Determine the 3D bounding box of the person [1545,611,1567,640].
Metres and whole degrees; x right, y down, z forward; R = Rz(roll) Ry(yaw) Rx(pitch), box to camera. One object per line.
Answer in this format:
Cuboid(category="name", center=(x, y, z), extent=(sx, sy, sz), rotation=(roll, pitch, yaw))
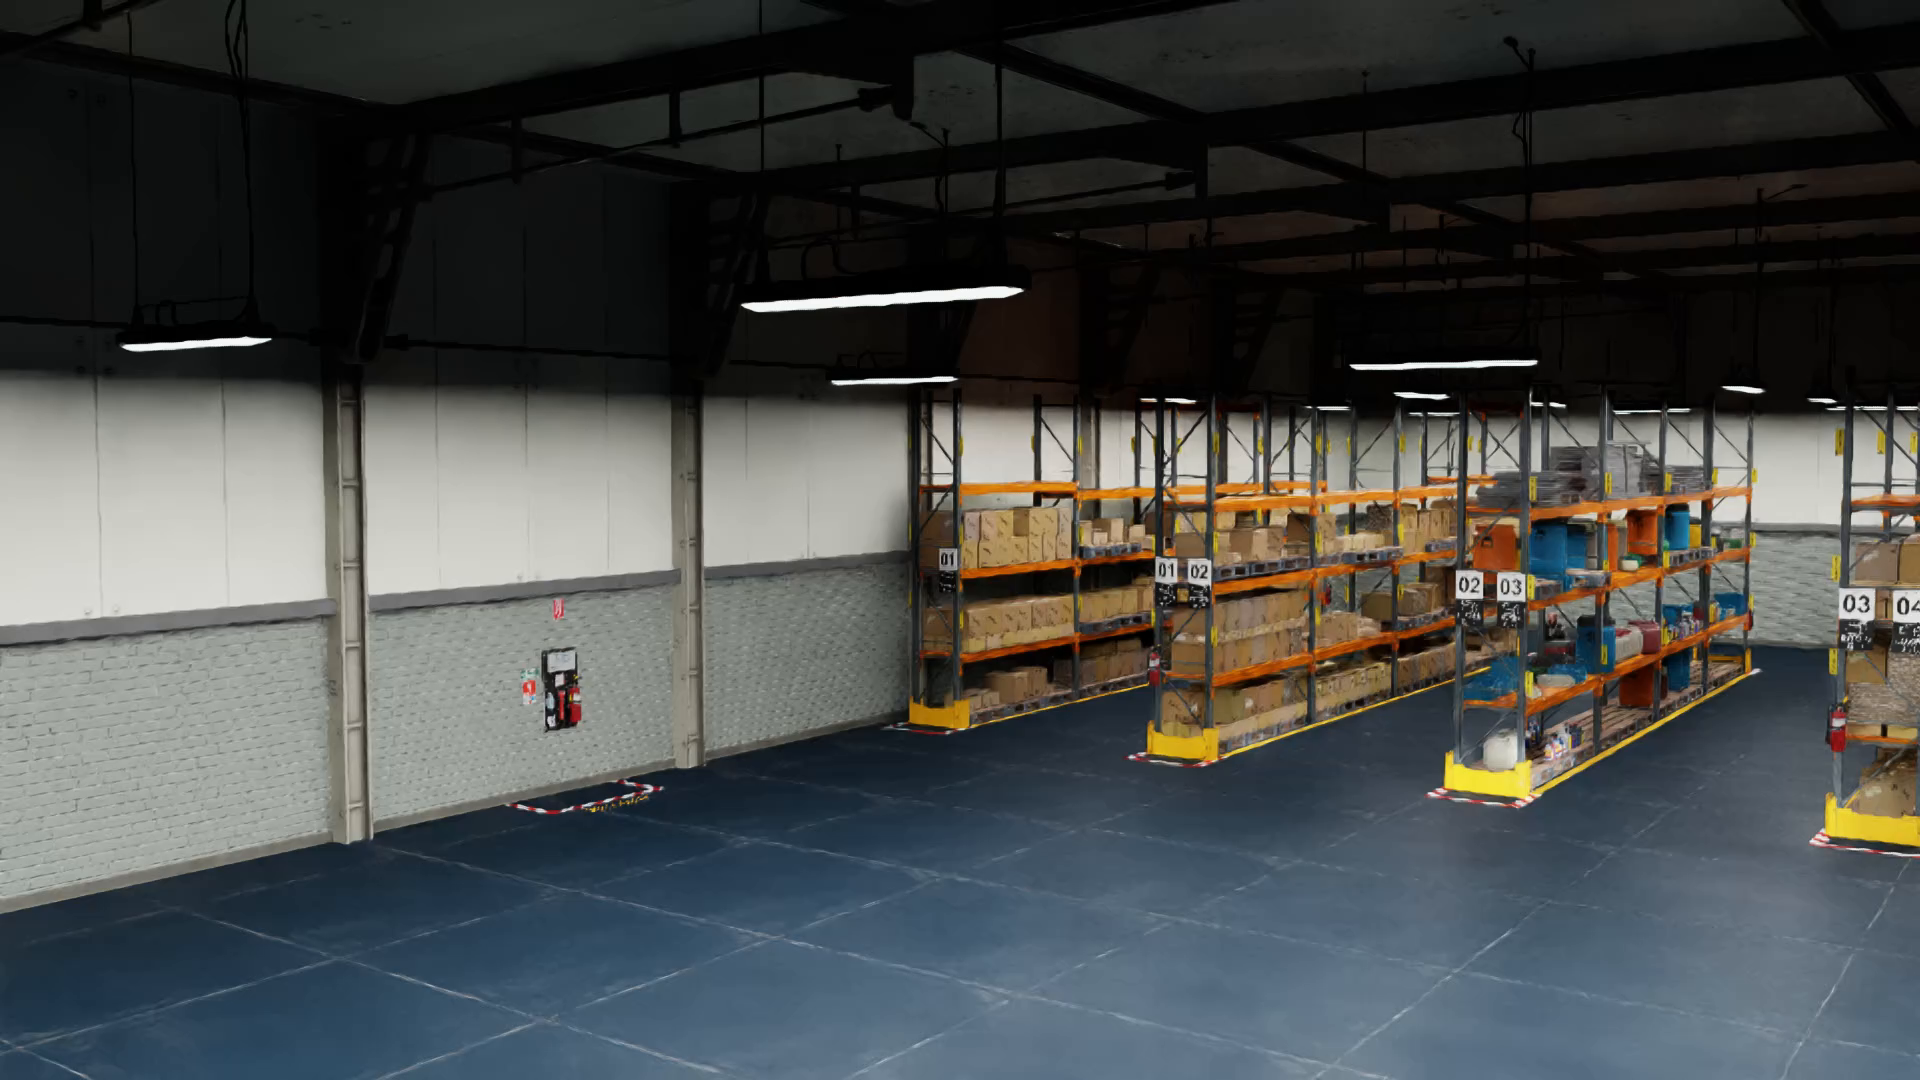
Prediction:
Cuboid(category="person", center=(11.947, 2.256, 33.547), extent=(0.536, 1.648, 1.115), rotation=(3, 4, 38))
